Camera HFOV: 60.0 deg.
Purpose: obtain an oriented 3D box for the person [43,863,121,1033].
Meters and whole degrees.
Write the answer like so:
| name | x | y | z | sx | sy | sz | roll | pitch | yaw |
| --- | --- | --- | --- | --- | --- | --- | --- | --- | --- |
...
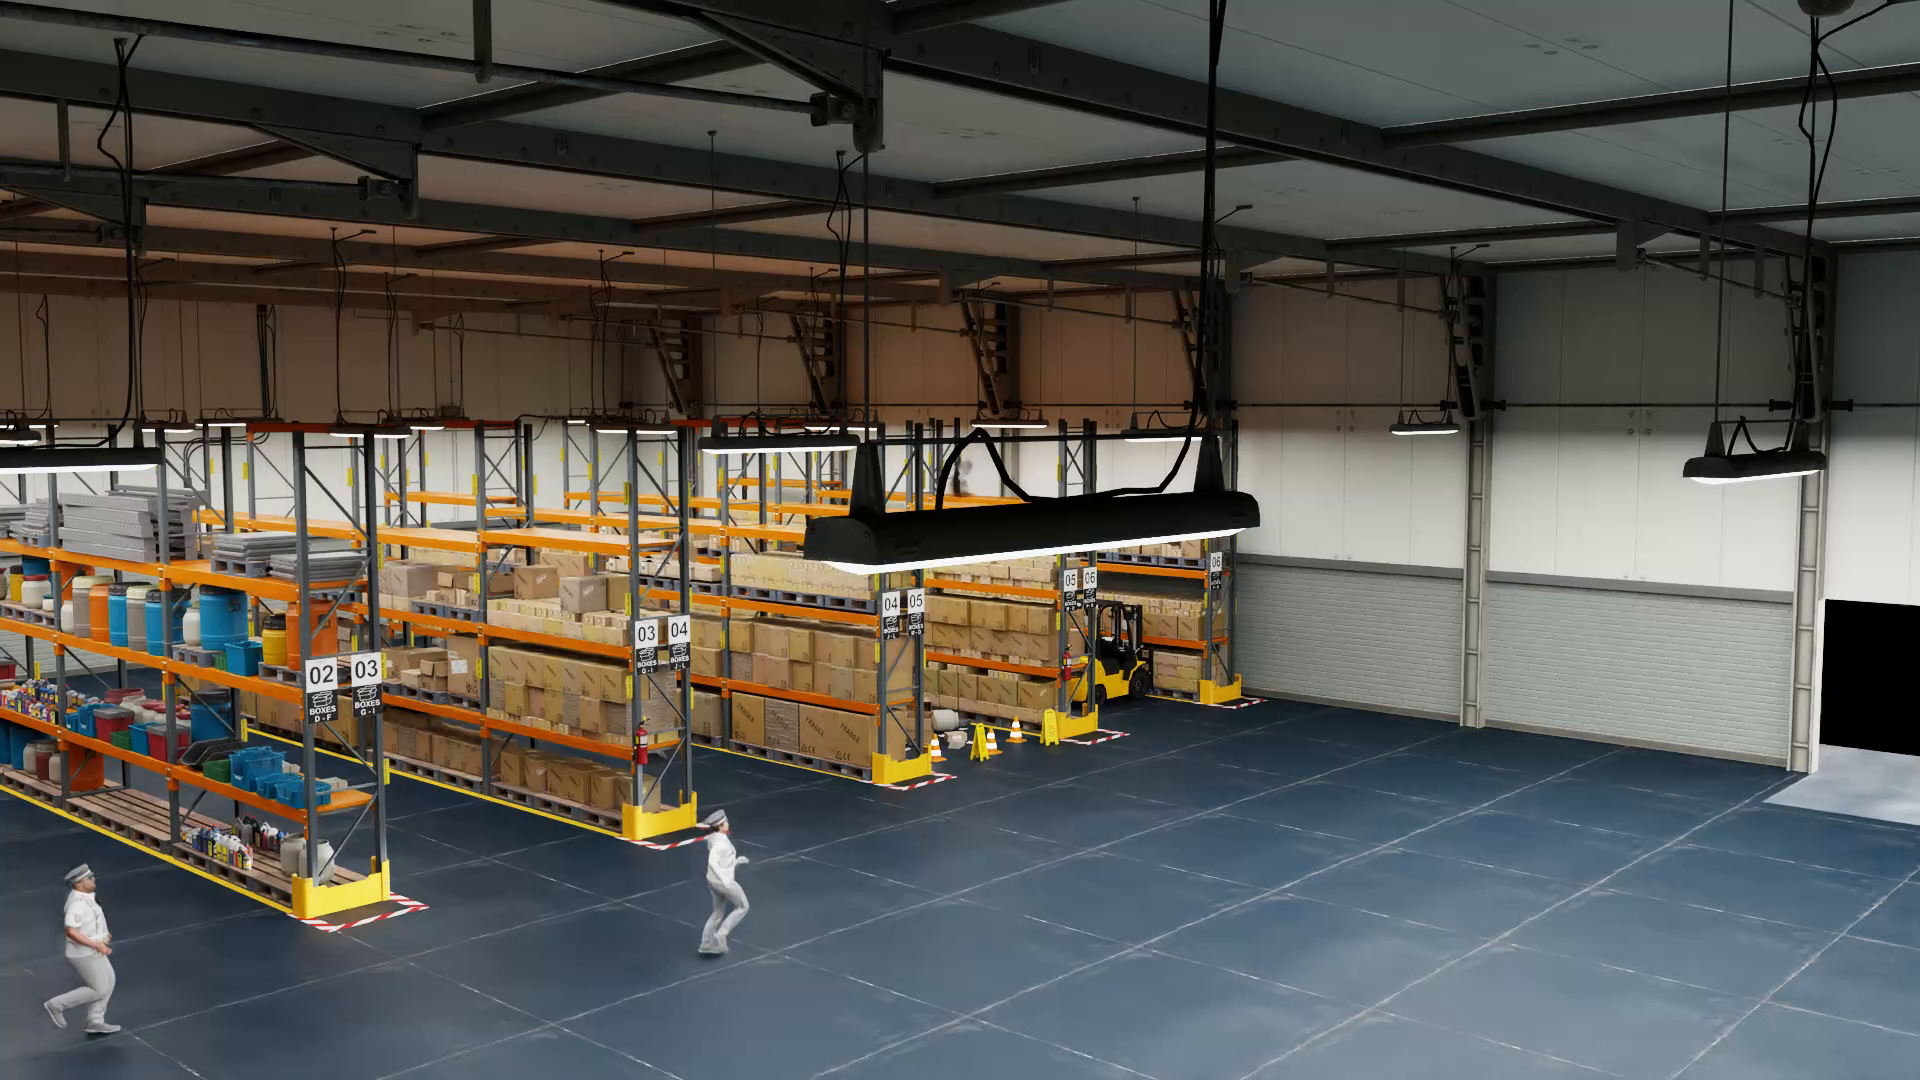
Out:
| name | x | y | z | sx | sy | sz | roll | pitch | yaw |
| --- | --- | --- | --- | --- | --- | --- | --- | --- | --- |
| person | -8.817 | 4.113 | 16.663 | 0.671 | 1.759 | 0.665 | -2 | 5 | -26 |

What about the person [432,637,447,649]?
| name | x | y | z | sx | sy | sz | roll | pitch | yaw |
| --- | --- | --- | --- | --- | --- | --- | --- | --- | --- |
| person | -12.680 | 2.187 | 40.905 | 0.578 | 1.628 | 0.558 | 4 | 6 | 39 |

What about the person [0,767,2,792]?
| name | x | y | z | sx | sy | sz | roll | pitch | yaw |
| --- | --- | --- | --- | --- | --- | --- | --- | --- | --- |
| person | -14.276 | 3.481 | 24.204 | 0.923 | 1.764 | 0.711 | 3 | 6 | 36 |

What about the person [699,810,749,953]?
| name | x | y | z | sx | sy | sz | roll | pitch | yaw |
| --- | --- | --- | --- | --- | --- | --- | --- | --- | --- |
| person | -2.703 | 3.919 | 19.117 | 0.625 | 1.658 | 0.589 | -3 | 5 | -29 |

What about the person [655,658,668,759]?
| name | x | y | z | sx | sy | sz | roll | pitch | yaw |
| --- | --- | --- | --- | --- | --- | --- | --- | --- | --- |
| person | -5.457 | 3.008 | 29.872 | 0.767 | 1.833 | 0.625 | 2 | 5 | 28 |
